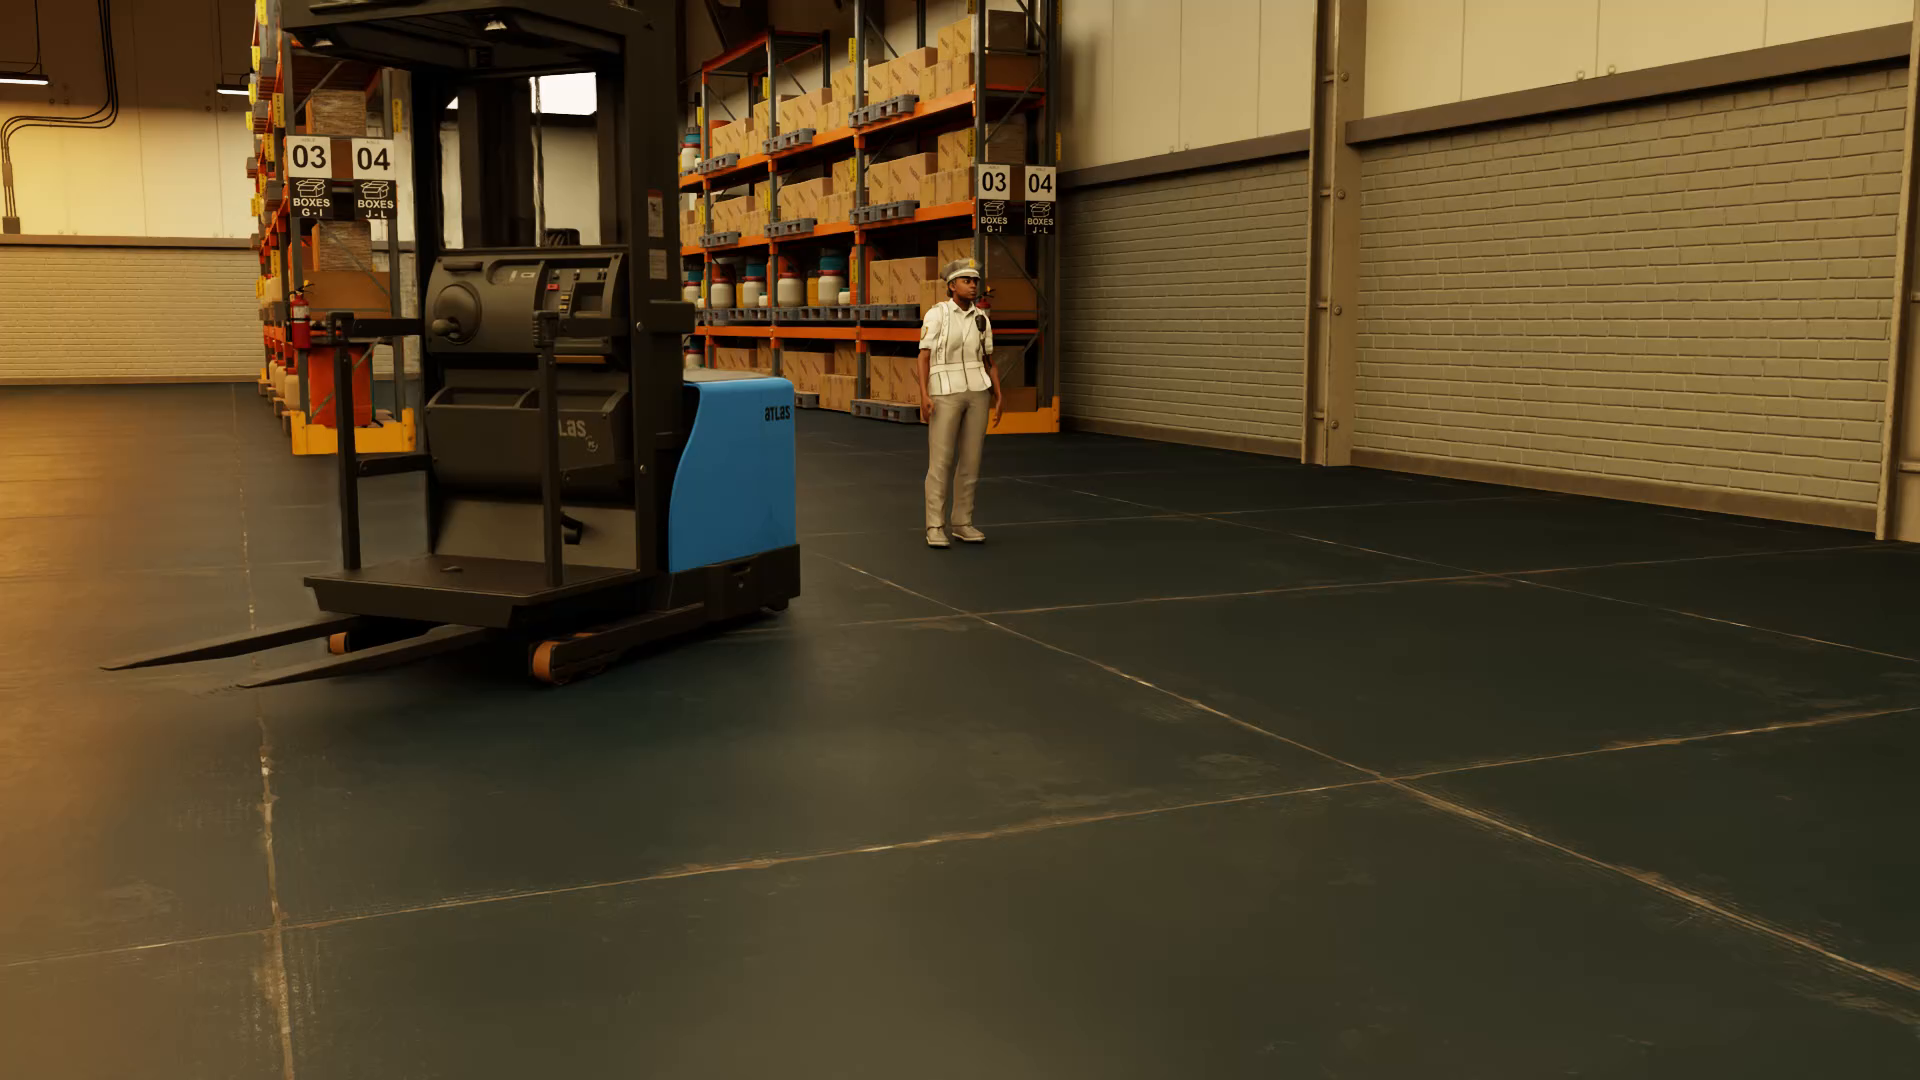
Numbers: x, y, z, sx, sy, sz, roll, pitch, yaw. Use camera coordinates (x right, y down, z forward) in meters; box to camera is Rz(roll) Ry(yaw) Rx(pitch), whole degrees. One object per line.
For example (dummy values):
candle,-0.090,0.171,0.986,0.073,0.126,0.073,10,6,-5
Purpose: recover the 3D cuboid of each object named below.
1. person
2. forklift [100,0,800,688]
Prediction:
person,0.011,-0.836,9.966,0.569,1.692,0.530,-3,8,-23
forklift,-1.823,-0.984,6.401,1.130,2.935,3.031,4,8,25
